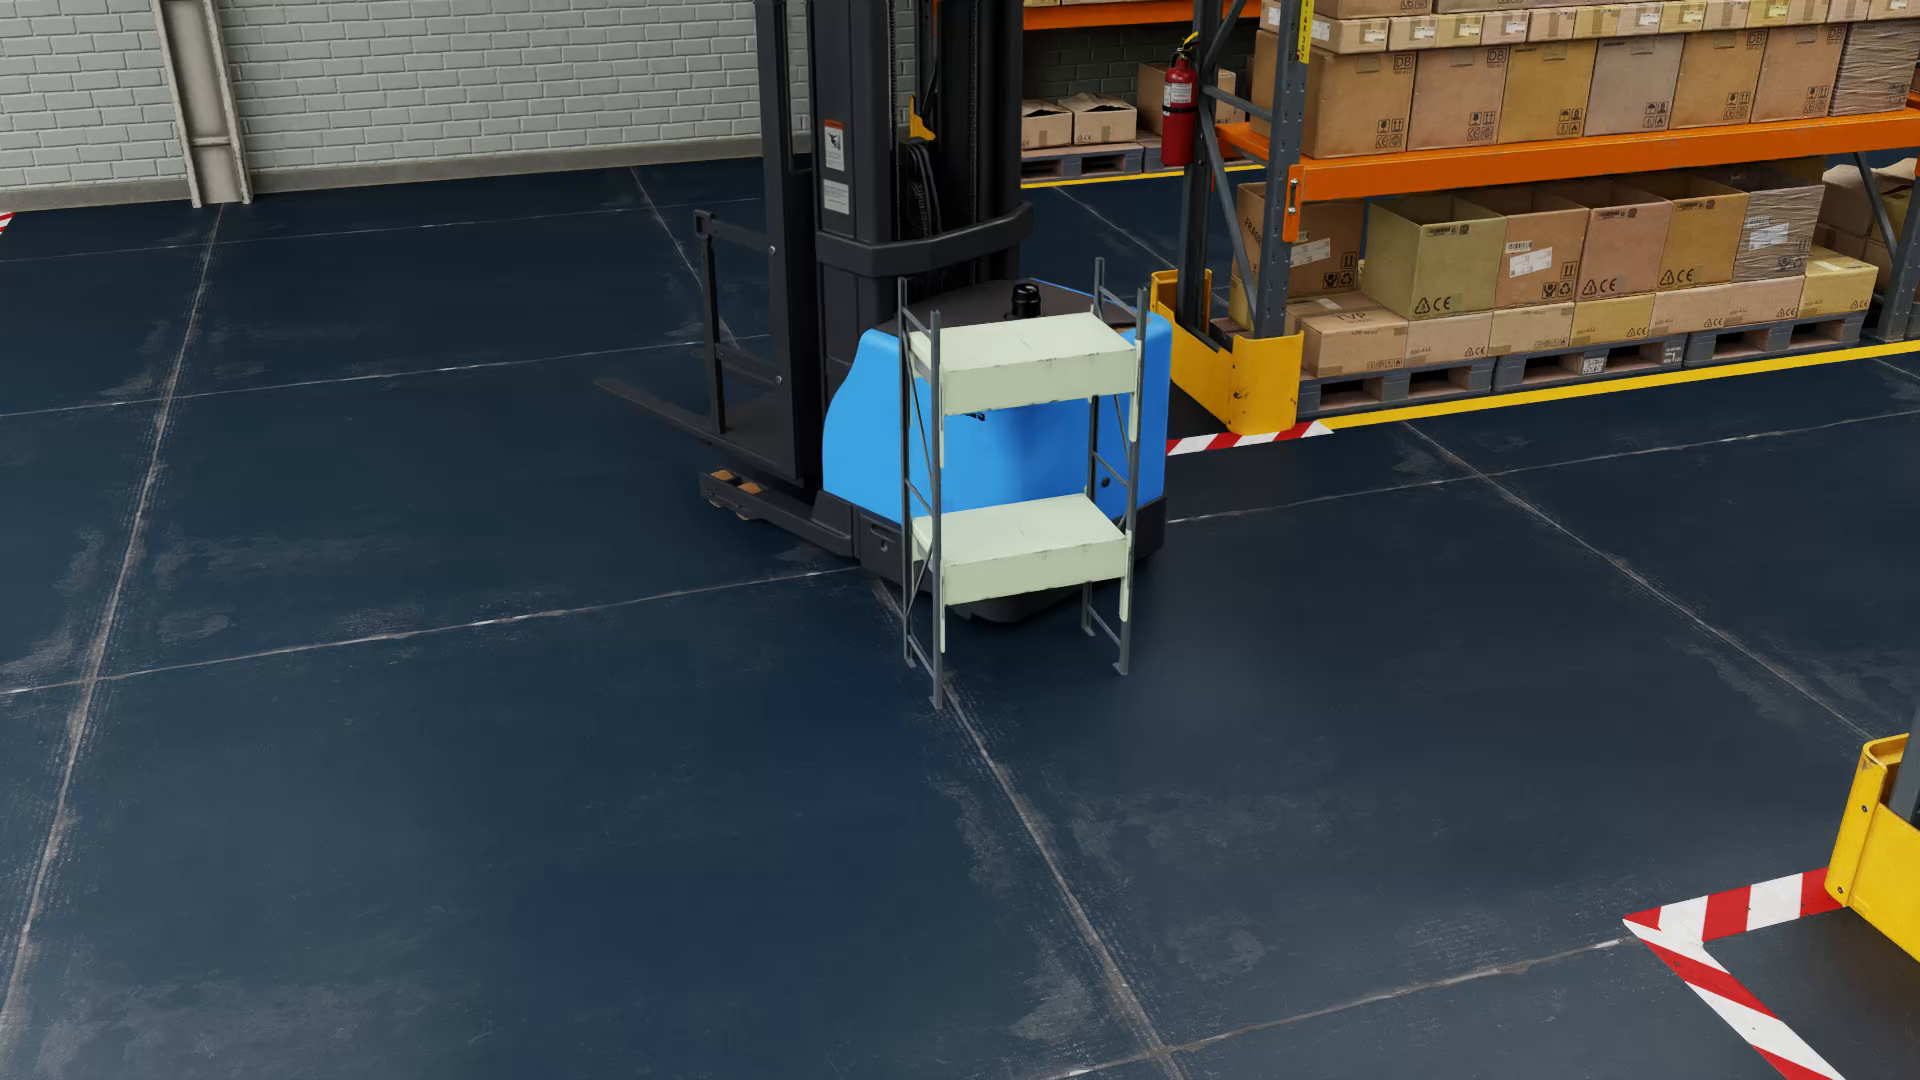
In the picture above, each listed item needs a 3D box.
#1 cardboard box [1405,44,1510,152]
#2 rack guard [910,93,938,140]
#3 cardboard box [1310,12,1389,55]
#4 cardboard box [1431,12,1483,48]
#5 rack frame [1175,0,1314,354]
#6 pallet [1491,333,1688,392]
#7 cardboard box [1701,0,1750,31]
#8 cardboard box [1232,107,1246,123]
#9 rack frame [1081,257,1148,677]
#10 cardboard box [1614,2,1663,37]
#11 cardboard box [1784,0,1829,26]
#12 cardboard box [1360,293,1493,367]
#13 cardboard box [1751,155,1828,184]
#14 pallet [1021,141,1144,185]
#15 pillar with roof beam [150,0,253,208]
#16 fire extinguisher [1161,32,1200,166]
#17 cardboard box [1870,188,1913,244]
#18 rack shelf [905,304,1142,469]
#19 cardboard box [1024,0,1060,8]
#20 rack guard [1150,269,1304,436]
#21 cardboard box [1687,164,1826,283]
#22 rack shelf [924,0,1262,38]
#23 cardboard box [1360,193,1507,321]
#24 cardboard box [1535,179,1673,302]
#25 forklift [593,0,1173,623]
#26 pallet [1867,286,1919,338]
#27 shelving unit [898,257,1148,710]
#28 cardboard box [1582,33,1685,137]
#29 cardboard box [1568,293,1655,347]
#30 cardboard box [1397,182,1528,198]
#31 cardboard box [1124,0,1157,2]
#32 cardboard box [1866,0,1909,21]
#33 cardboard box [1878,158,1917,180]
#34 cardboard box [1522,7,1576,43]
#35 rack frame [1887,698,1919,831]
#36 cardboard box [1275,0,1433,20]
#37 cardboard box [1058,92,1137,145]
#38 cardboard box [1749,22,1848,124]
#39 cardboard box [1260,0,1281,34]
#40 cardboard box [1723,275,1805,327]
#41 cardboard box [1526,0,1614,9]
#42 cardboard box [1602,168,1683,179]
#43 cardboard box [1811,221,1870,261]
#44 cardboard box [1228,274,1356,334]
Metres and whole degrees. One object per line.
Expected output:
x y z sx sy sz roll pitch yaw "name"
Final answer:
2.336 -2.309 8.414 0.500 0.500 0.700 -8 27 -15 "cardboard box"
-0.075 -3.115 12.963 0.348 0.500 1.175 -8 28 -16 "rack guard"
1.830 -2.429 7.927 0.250 0.149 0.380 -8 28 -16 "cardboard box"
2.318 -2.500 8.071 0.250 0.149 0.380 -8 28 -16 "cardboard box"
1.390 -2.131 8.168 0.127 3.000 1.000 -8 28 -16 "rack frame"
3.262 -1.171 9.371 1.213 0.211 1.003 -8 28 -16 "pallet"
3.793 -2.714 8.502 0.250 0.149 0.380 -7 27 -15 "cardboard box"
2.129 -3.484 13.605 0.250 0.149 0.380 -11 28 -20 "cardboard box"
0.554 -0.246 6.060 0.023 1.500 0.400 -9 28 -17 "rack frame"
3.292 -2.640 8.353 0.250 0.149 0.380 -8 27 -16 "cardboard box"
4.268 -2.782 8.638 0.250 0.149 0.380 -8 28 -16 "cardboard box"
2.443 -1.137 8.787 0.500 0.250 0.500 -8 28 -16 "cardboard box"
4.656 -2.042 9.767 0.500 0.500 0.500 -8 28 -16 "cardboard box"
0.708 -3.083 13.222 1.213 0.211 1.003 -8 28 -16 "pallet"
-4.122 -4.727 6.652 0.400 9.000 9.100 -8 28 -16 "pillar with roof beam"
1.134 -2.276 8.548 0.183 0.674 0.296 -8 28 -16 "fire extinguisher"
5.664 -1.841 9.574 0.500 0.311 0.500 -8 28 -16 "cardboard box"
0.208 -0.543 5.780 0.720 0.370 0.431 -9 28 -17 "rack shelf"
0.415 -4.099 12.280 0.500 0.250 0.500 -9 28 -18 "cardboard box"
1.367 -1.008 8.717 0.348 0.500 1.175 -8 28 -16 "rack guard"
4.341 -1.754 9.185 0.500 0.500 0.500 -8 28 -16 "cardboard box"
1.754 -4.178 13.101 4.000 0.370 1.077 -8 28 -16 "rack shelf"
2.444 -1.472 8.619 0.500 0.500 0.500 -8 28 -16 "cardboard box"
3.396 -1.608 8.893 0.500 0.500 0.500 -8 28 -16 "cardboard box"
-0.537 -1.546 7.069 3.031 2.935 1.130 24 35 39 "forklift"
5.882 -1.550 10.135 1.213 0.211 1.003 -8 28 -16 "pallet"
0.208 -0.194 5.954 0.755 1.500 0.431 -9 28 -17 "shelving unit"
3.309 -2.449 8.696 0.500 0.500 0.700 -7 27 -15 "cardboard box"
3.396 -1.273 9.060 0.500 0.250 0.500 -8 28 -16 "cardboard box"
2.754 -1.767 9.212 0.500 0.500 0.500 -8 28 -16 "cardboard box"
1.390 -4.244 12.572 0.500 0.250 0.500 -9 28 -17 "cardboard box"
4.766 -2.855 8.786 0.250 0.149 0.380 -9 28 -17 "cardboard box"
5.983 -2.140 10.177 0.500 0.311 0.500 -7 27 -15 "cardboard box"
2.811 -2.572 8.215 0.250 0.149 0.380 -9 28 -18 "cardboard box"
2.921 -0.036 3.949 0.127 3.000 1.000 -8 28 -16 "rack frame"
1.888 -2.823 7.991 0.500 0.500 0.700 -8 28 -16 "cardboard box"
1.080 -3.353 13.160 0.500 0.311 0.500 -6 27 -12 "cardboard box"
4.274 -2.587 8.975 0.500 0.500 0.700 -9 28 -17 "cardboard box"
1.694 -2.599 8.270 0.250 0.149 0.380 -9 28 -17 "cardboard box"
4.342 -1.417 9.351 0.500 0.250 0.500 -8 28 -16 "cardboard box"
2.866 -2.967 8.282 0.500 0.500 0.700 -8 28 -16 "cardboard box"
3.705 -1.905 9.490 0.500 0.500 0.500 -8 28 -16 "cardboard box"
5.498 -1.818 10.158 0.500 0.250 0.500 -9 28 -17 "cardboard box"
1.809 -1.286 9.087 0.500 0.250 0.500 -8 28 -16 "cardboard box"
